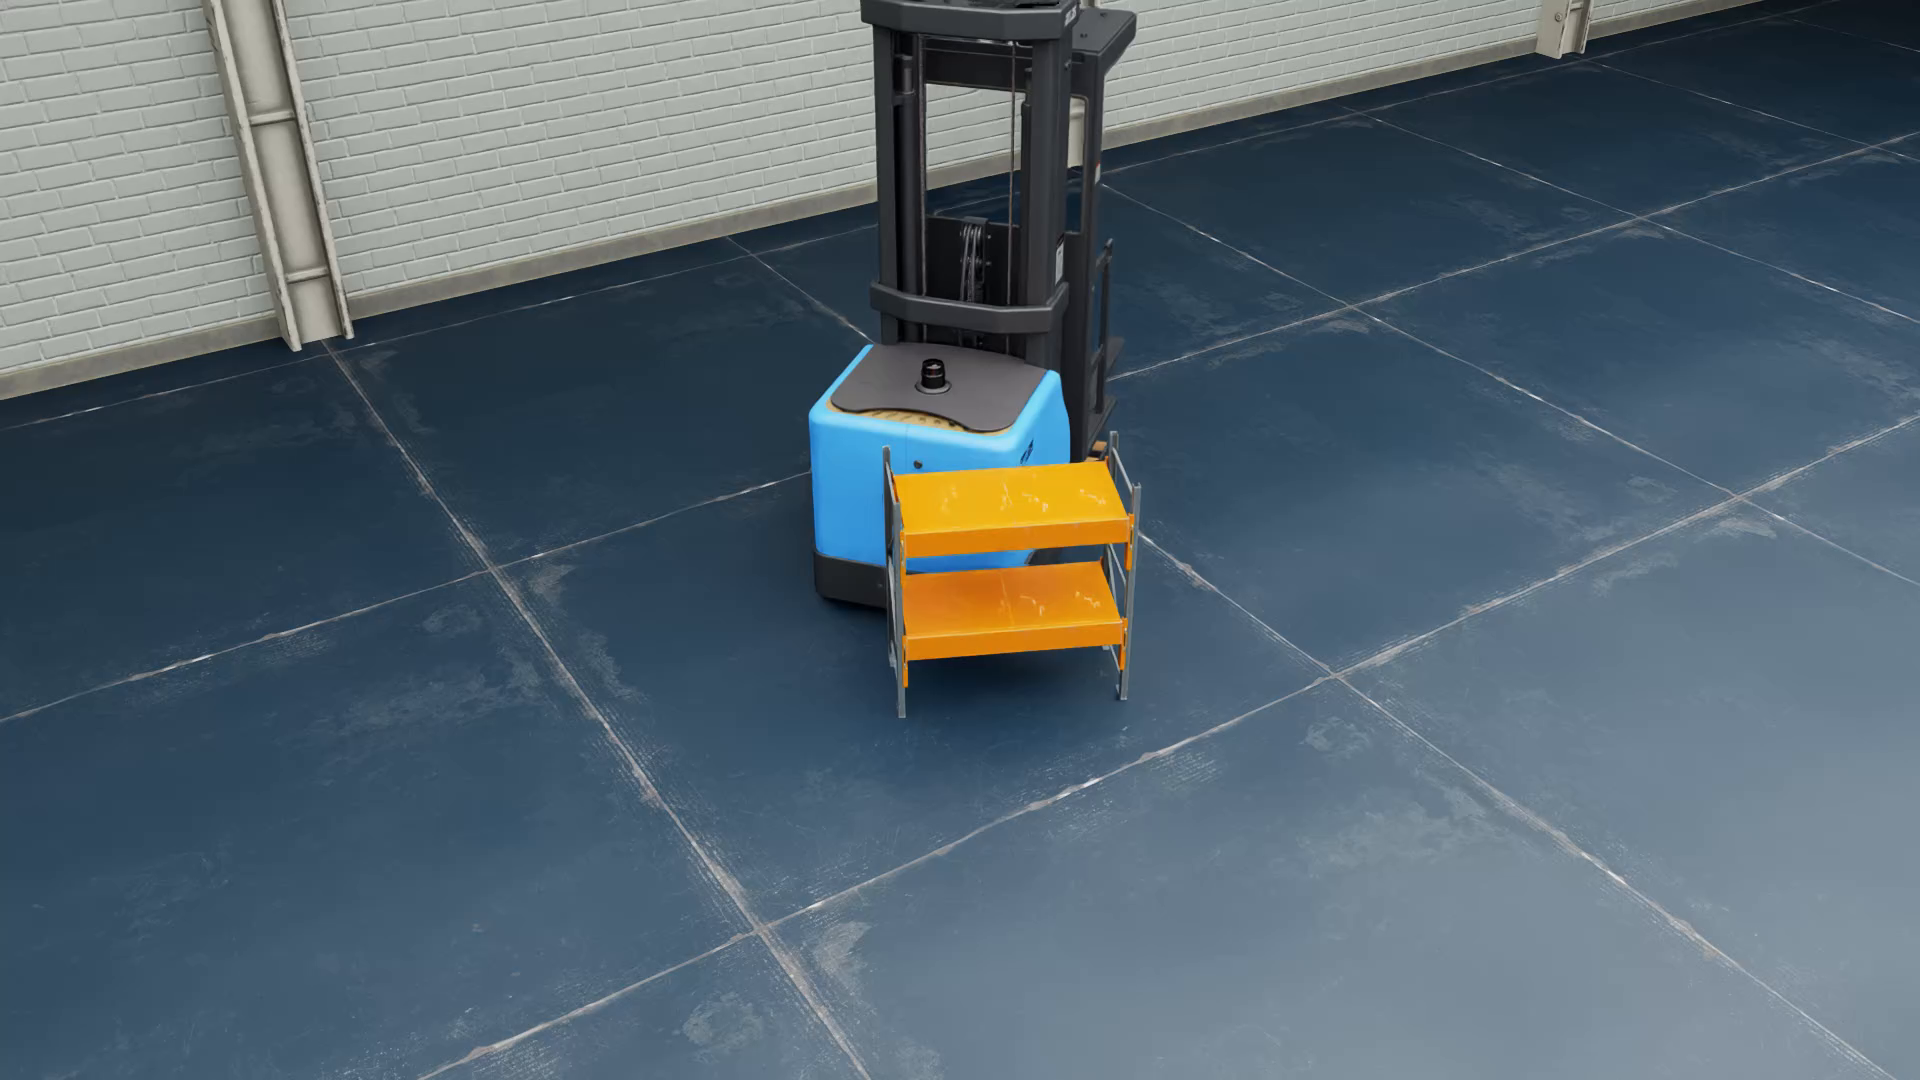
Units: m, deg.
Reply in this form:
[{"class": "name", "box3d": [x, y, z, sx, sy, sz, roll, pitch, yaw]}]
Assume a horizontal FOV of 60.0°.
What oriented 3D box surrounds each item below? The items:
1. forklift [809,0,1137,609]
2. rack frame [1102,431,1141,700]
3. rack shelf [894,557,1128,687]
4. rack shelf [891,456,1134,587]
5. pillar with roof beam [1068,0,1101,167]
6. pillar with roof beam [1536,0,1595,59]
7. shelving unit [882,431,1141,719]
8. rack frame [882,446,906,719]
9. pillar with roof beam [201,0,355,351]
[{"class": "forklift", "box3d": [0.224, -1.593, 8.529, 1.130, 2.935, 3.031, 10, 34, 15]}, {"class": "rack frame", "box3d": [0.715, 0.123, 7.500, 0.032, 1.125, 0.500, -4, 32, -6]}, {"class": "rack shelf", "box3d": [0.211, 0.366, 7.574, 1.000, 0.278, 0.538, -4, 32, -6]}, {"class": "rack shelf", "box3d": [0.211, -0.088, 7.287, 1.000, 0.278, 0.538, -4, 32, -6]}, {"class": "pillar with roof beam", "box3d": [3.180, -4.944, 8.153, 0.400, 9.000, 9.100, -19, 37, -27]}, {"class": "pillar with roof beam", "box3d": [8.223, -6.678, 10.902, 0.400, 9.000, 9.100, -19, 37, -27]}, {"class": "shelving unit", "box3d": [0.211, 0.159, 7.443, 1.048, 1.125, 0.538, -4, 32, -6]}, {"class": "rack frame", "box3d": [-0.293, 0.195, 7.387, 0.032, 1.125, 0.500, -4, 32, -6]}, {"class": "pillar with roof beam", "box3d": [-1.863, -3.209, 5.403, 0.400, 9.000, 9.100, -19, 37, -27]}]
